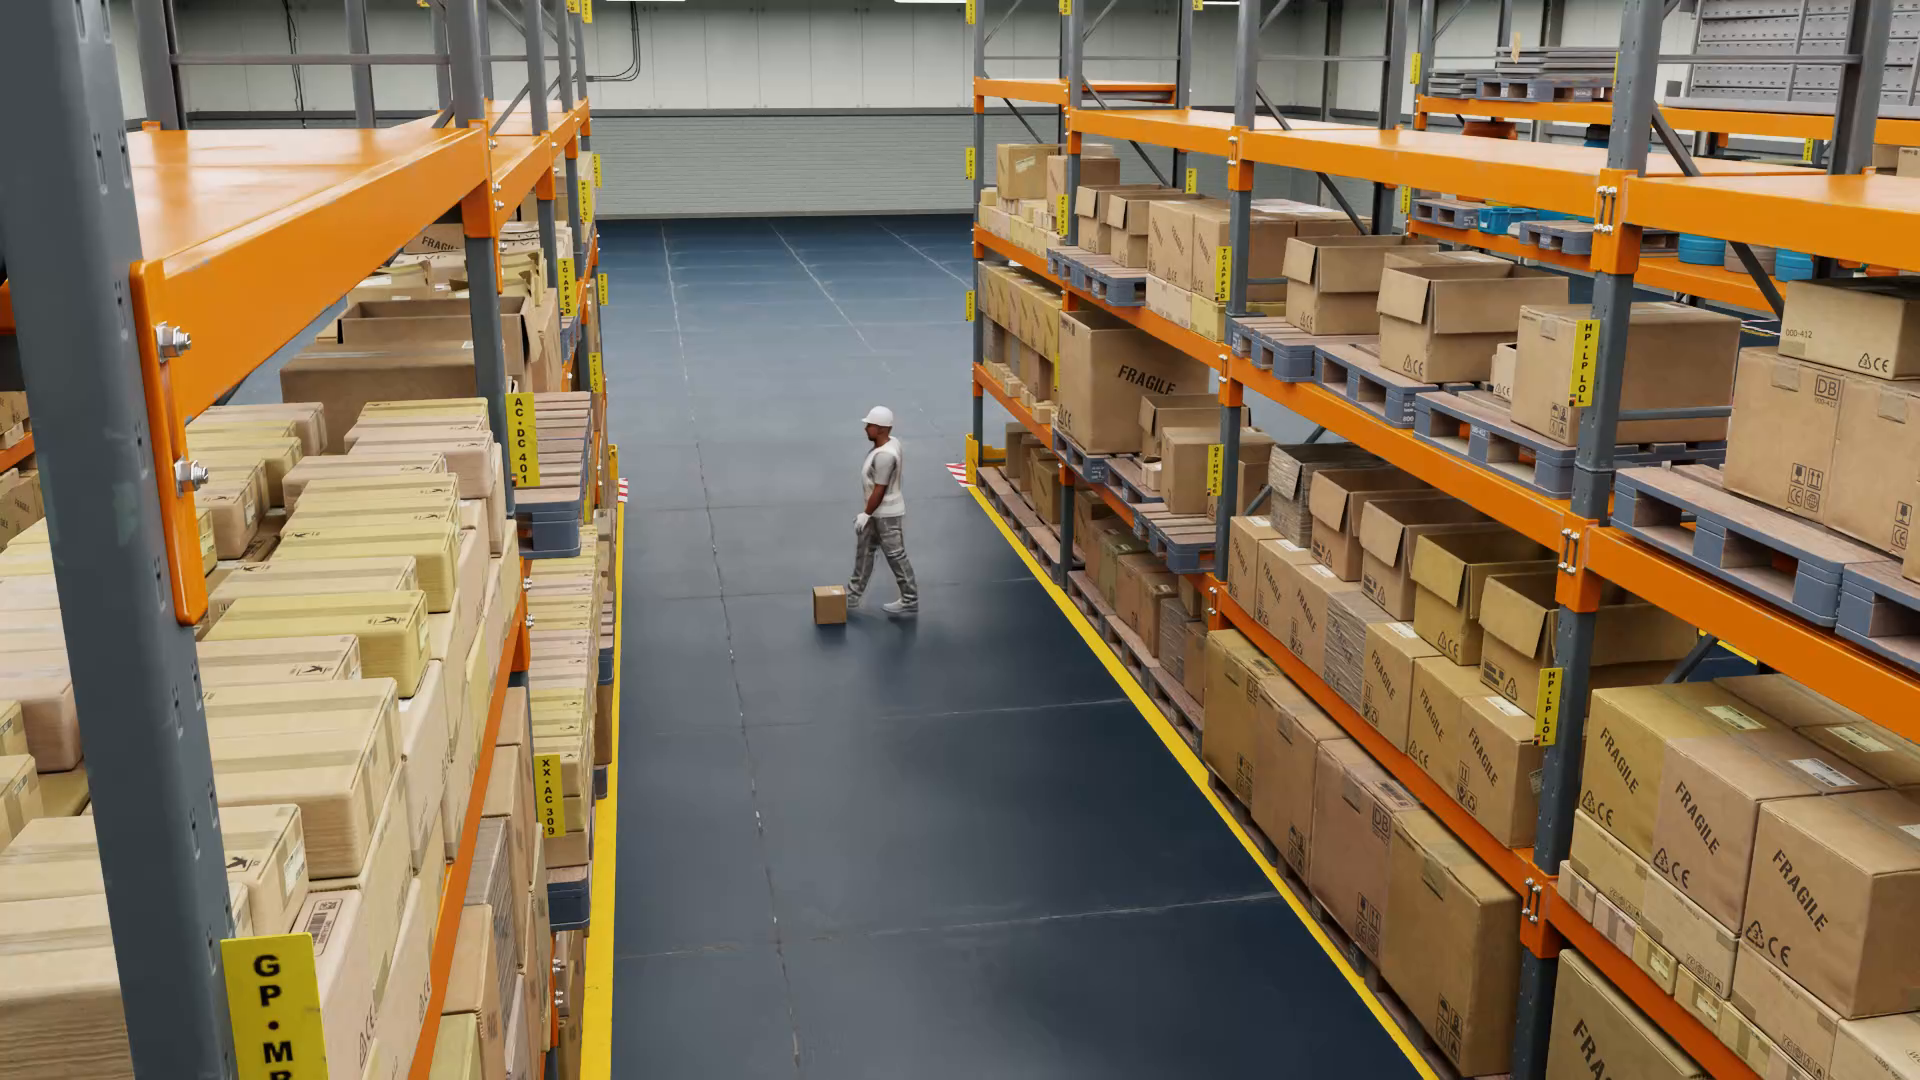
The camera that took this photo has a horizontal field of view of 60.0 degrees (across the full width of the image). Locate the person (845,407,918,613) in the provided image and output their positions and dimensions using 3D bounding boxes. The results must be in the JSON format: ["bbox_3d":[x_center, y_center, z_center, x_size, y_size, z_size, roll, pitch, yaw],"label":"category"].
[{"bbox_3d":[-0.747,-0.236,13.734,0.797,1.760,0.599,-2,16,-5],"label":"person"}]
